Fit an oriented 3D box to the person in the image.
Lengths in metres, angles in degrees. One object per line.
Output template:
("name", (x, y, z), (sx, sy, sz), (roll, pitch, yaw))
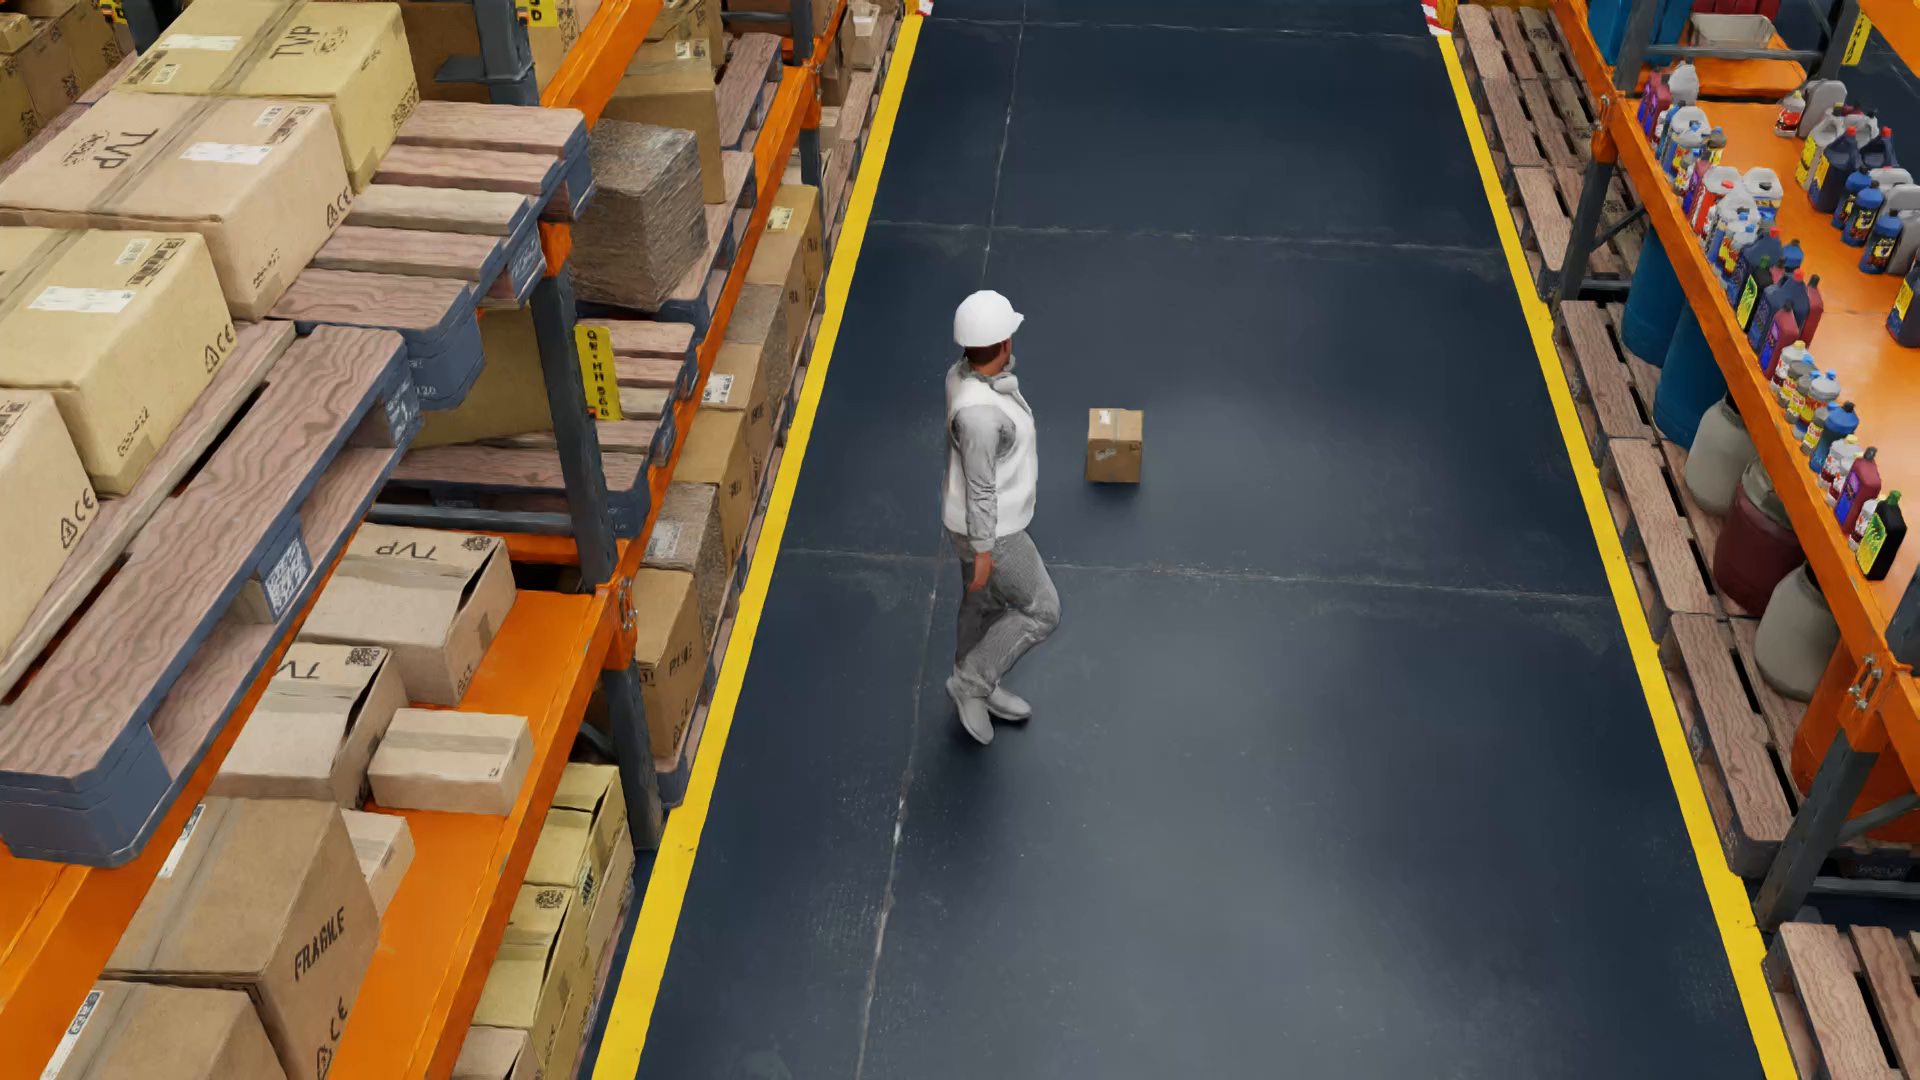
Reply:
("person", (0.159, -0.066, 6.205), (0.444, 1.765, 0.729), (-1, 40, -1))
